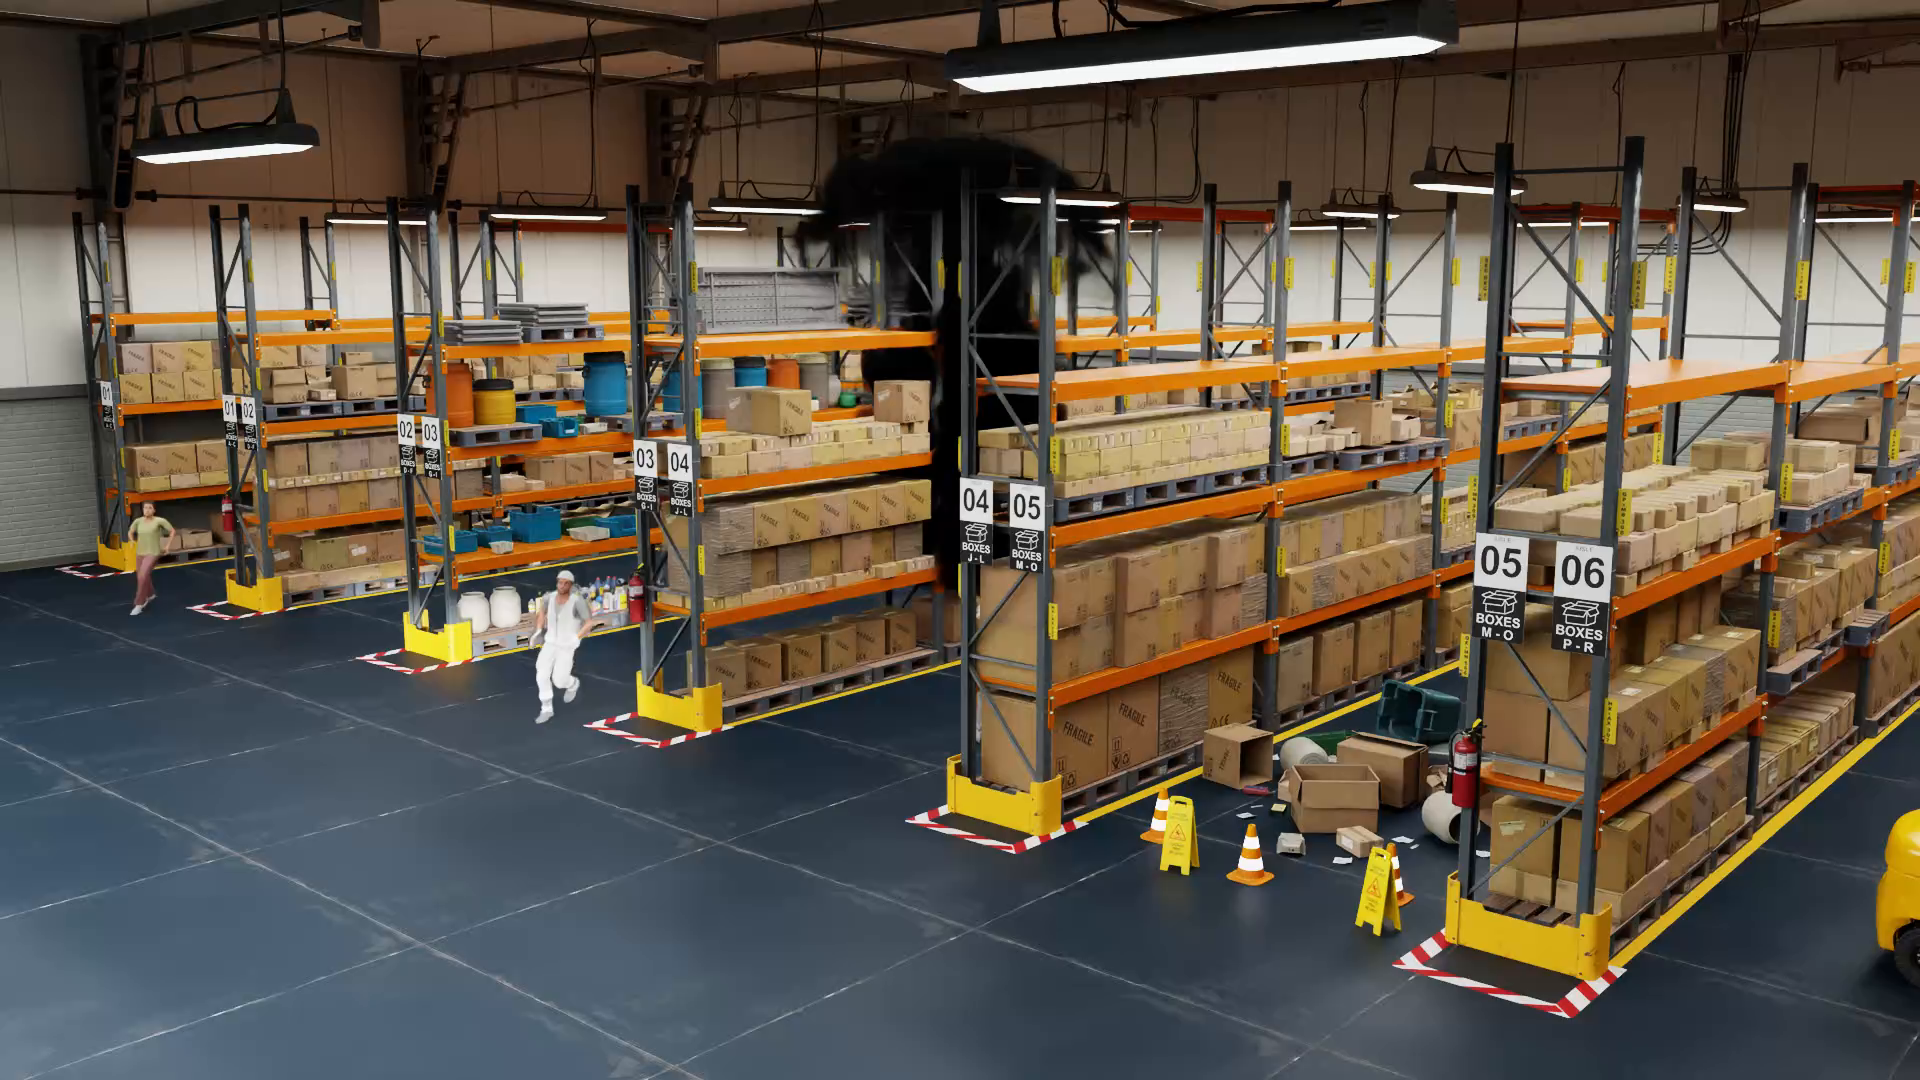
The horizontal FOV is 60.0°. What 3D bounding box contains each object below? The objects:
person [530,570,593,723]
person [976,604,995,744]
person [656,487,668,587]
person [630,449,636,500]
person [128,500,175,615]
[{"bbox_3d":[-4.521,1.190,19.005,0.702,1.746,0.709,3,10,17],"label":"person"},{"bbox_3d":[0.367,1.291,18.277,0.662,1.774,0.894,5,11,27],"label":"person"},{"bbox_3d":[-4.697,-0.036,26.866,0.539,1.538,0.831,6,11,33],"label":"person"},{"bbox_3d":[-6.404,-1.283,33.679,0.687,1.743,0.704,6,11,32],"label":"person"},{"bbox_3d":[-12.140,0.235,24.899,0.647,1.687,0.772,1,9,4],"label":"person"}]
